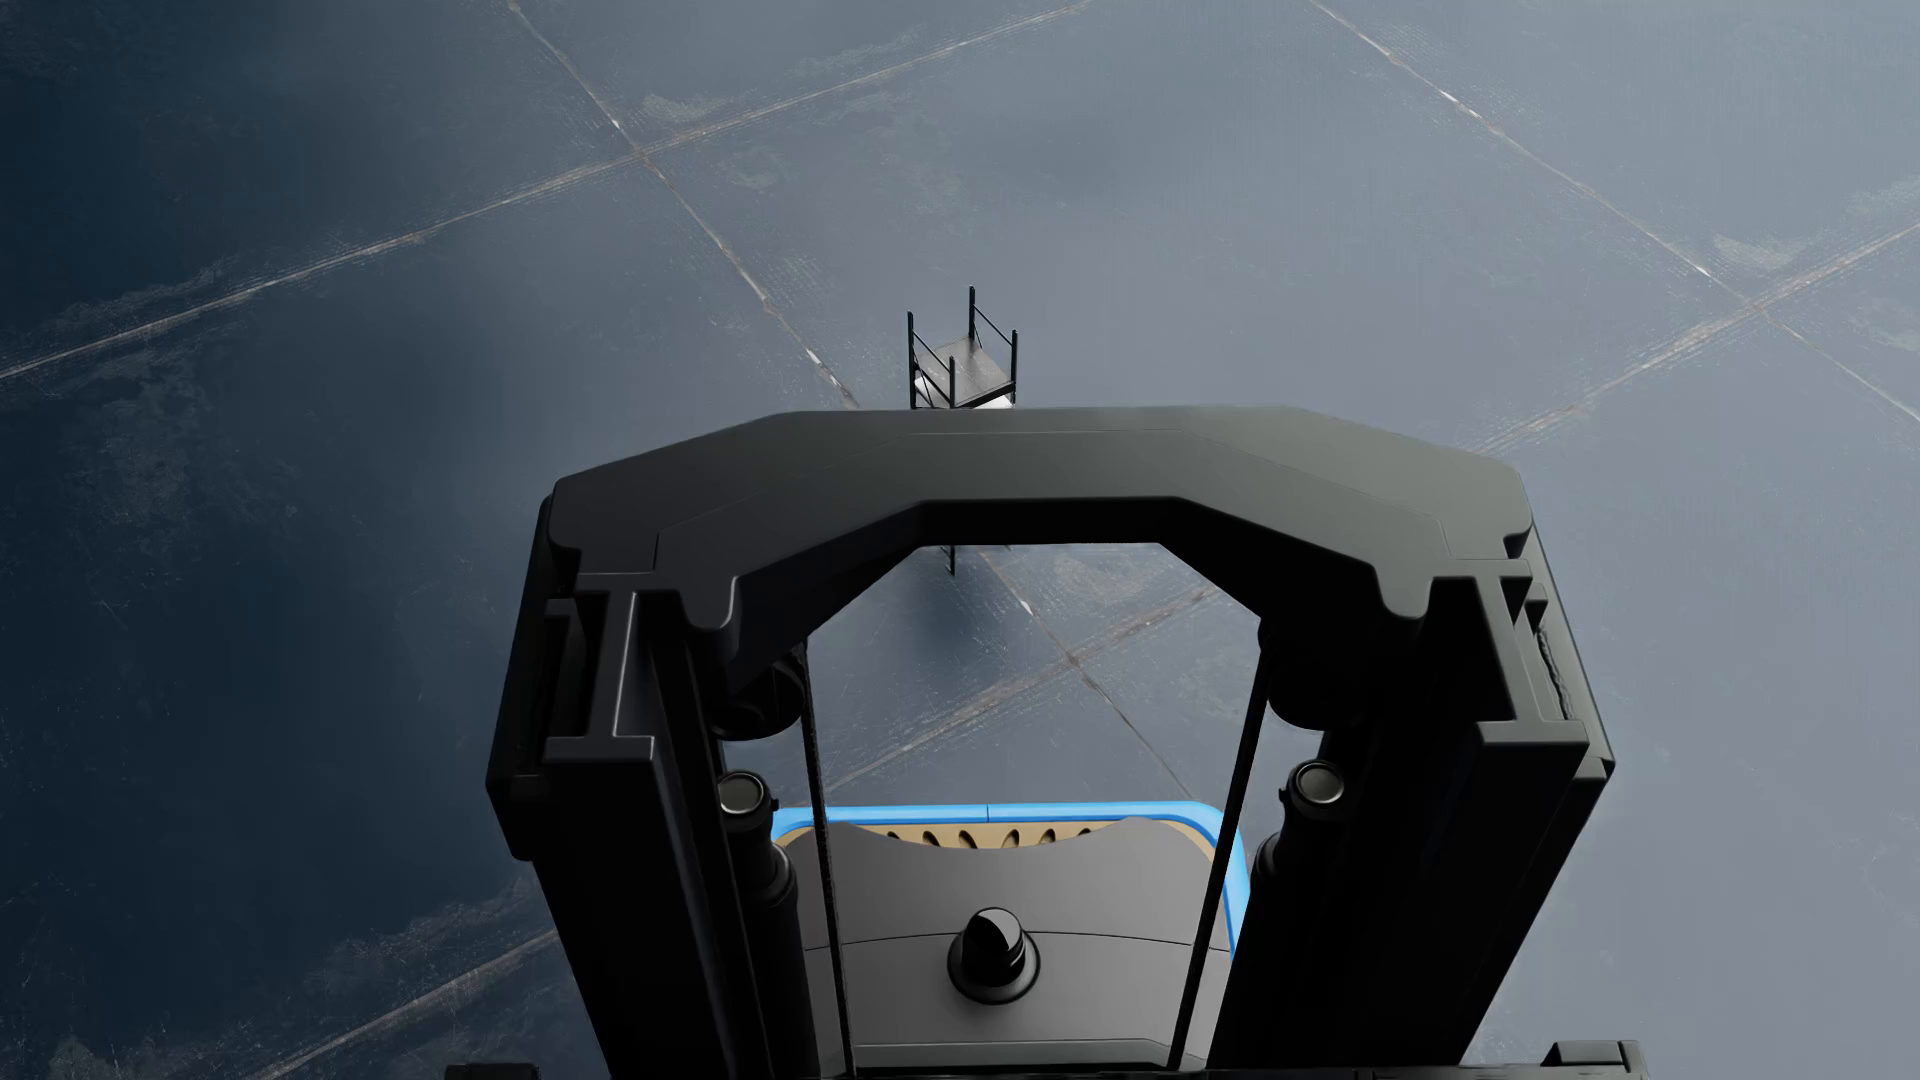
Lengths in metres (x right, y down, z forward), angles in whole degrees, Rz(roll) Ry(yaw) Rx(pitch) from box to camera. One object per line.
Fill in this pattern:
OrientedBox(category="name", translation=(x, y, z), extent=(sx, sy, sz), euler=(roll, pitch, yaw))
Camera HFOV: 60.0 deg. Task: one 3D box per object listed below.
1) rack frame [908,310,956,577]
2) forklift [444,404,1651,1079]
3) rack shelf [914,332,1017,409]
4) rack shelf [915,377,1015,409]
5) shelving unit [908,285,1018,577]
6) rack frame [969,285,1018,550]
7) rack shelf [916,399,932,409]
OrientedBox(category="rack frame", translation=(-0.079, -0.262, 4.881), extent=(0.006, 0.900, 0.240), euler=(-25, 53, -21))
OrientedBox(category="forklift", translation=(0.084, 1.375, 2.063), extent=(1.130, 2.935, 3.031), euler=(-1, 48, -1))
OrientedBox(category="rack shelf", translation=(0.007, -0.460, 4.740), extent=(0.200, 0.077, 0.258), euler=(-25, 53, -21))
OrientedBox(category="rack shelf", translation=(0.007, -0.400, 4.807), extent=(0.200, 0.077, 0.258), euler=(-25, 53, -21))
OrientedBox(category="shelving unit", translation=(0.007, -0.302, 4.917), extent=(0.210, 0.900, 0.258), euler=(-25, 53, -21))
OrientedBox(category="rack frame", translation=(0.093, -0.343, 4.953), extent=(0.006, 0.900, 0.240), euler=(-25, 53, -21))
OrientedBox(category="rack shelf", translation=(0.007, -0.340, 4.874), extent=(0.200, 0.077, 0.258), euler=(-25, 53, -21))
